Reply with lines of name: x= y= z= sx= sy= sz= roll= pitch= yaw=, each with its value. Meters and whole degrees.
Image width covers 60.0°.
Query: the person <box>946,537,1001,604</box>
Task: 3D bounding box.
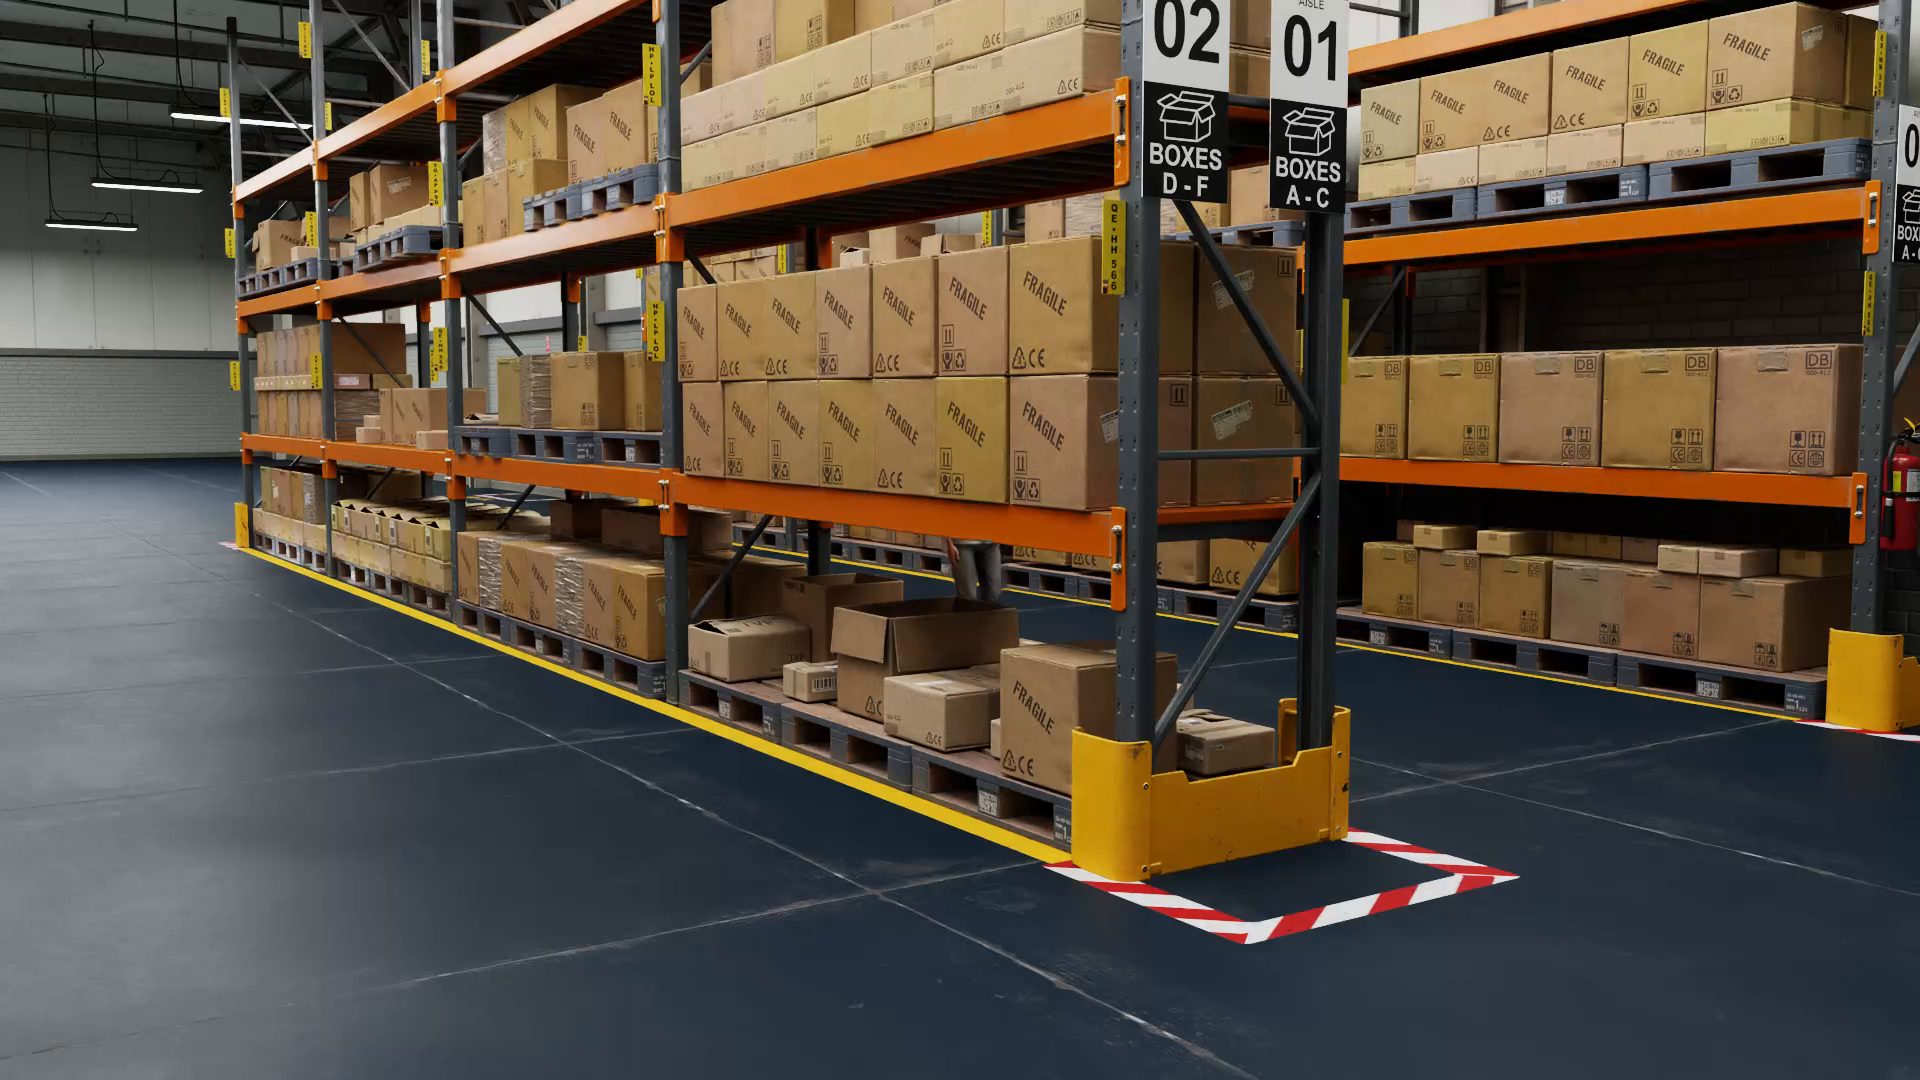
person: x=0.087 y=0.067 z=10.355 sx=0.424 sy=1.662 sz=0.432 roll=-3 pitch=6 yaw=-33
